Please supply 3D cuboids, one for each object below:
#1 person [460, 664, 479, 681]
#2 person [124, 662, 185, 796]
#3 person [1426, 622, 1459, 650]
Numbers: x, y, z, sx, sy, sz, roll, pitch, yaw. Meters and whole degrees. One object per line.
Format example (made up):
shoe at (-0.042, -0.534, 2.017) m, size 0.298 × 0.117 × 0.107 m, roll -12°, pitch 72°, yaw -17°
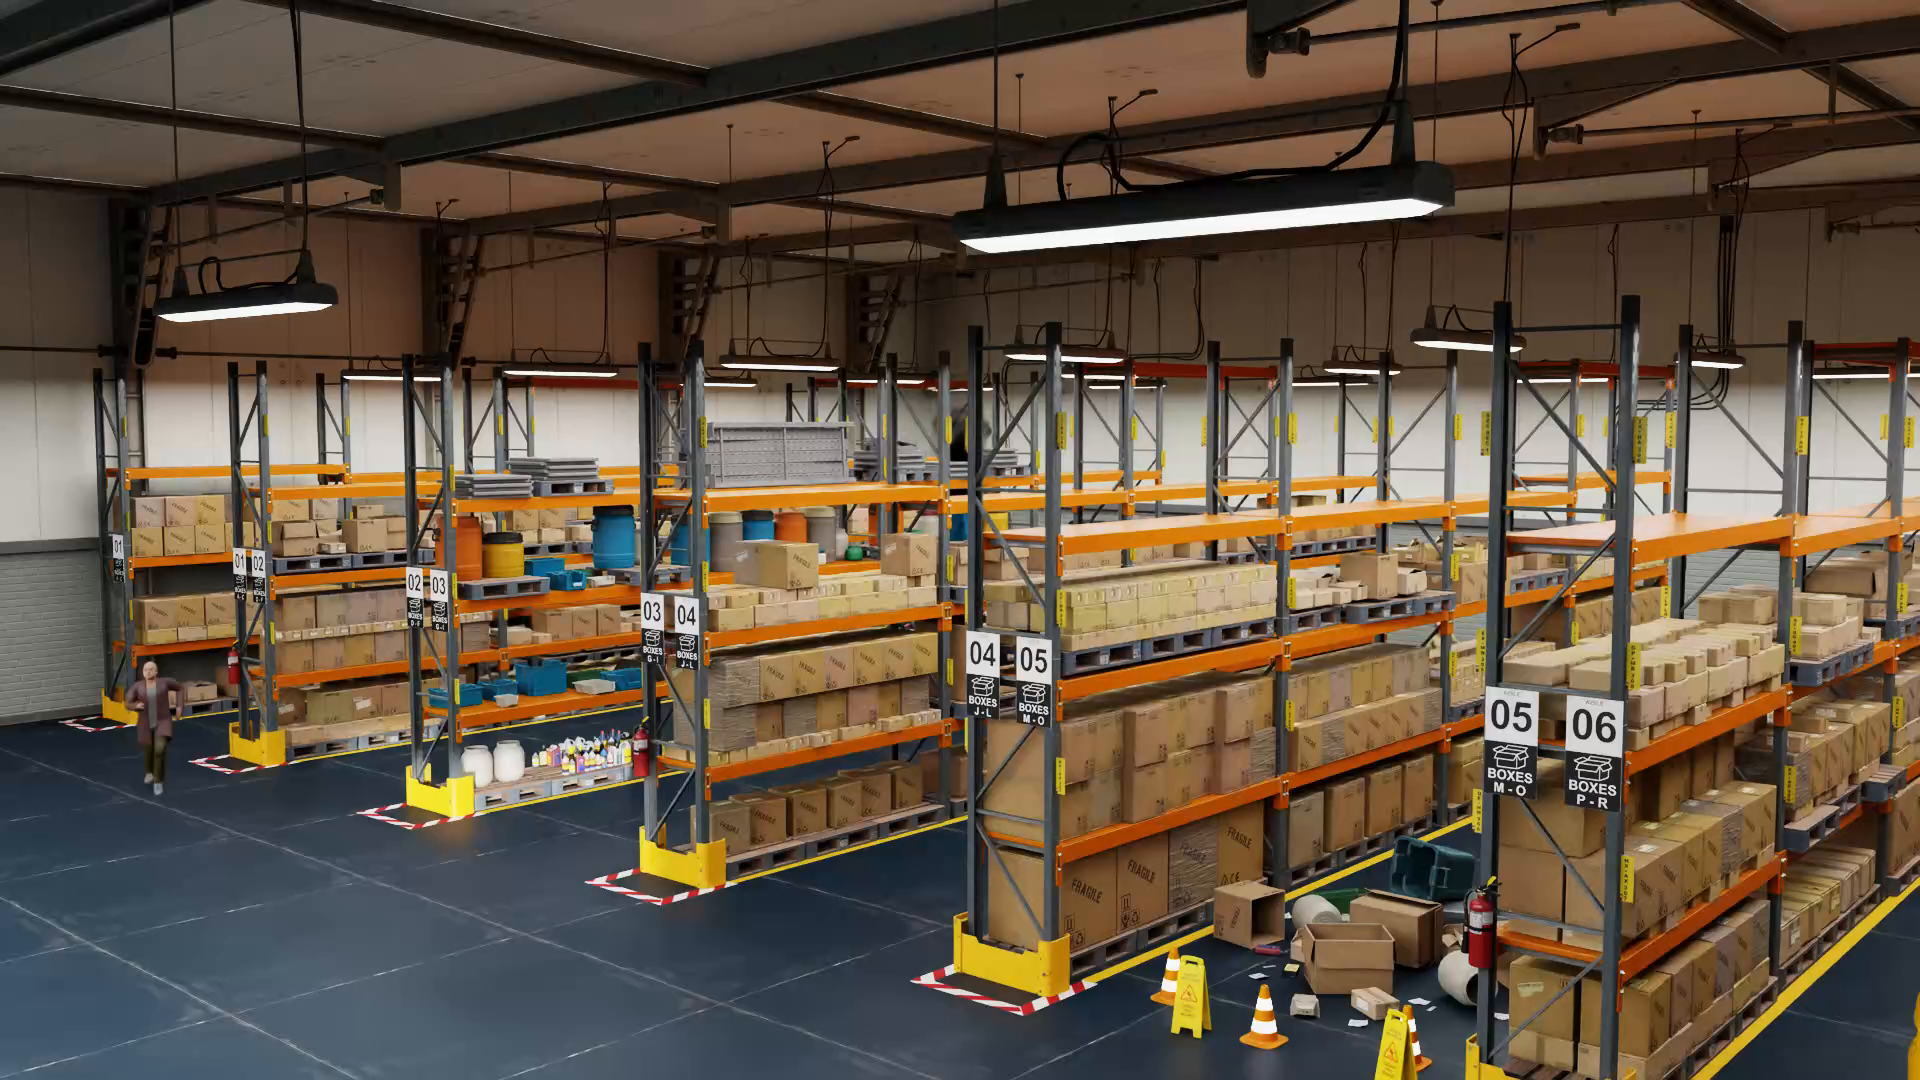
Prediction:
person at (-8.740, 2.146, 29.637) m, size 0.585 × 1.746 × 0.892 m, roll 4°, pitch 6°, yaw 42°
person at (-11.147, 2.587, 23.054) m, size 0.732 × 1.838 × 0.984 m, roll -1°, pitch 4°, yaw -17°
person at (8.484, 2.209, 29.194) m, size 0.602 × 1.604 × 0.591 m, roll 1°, pitch 4°, yaw 12°
